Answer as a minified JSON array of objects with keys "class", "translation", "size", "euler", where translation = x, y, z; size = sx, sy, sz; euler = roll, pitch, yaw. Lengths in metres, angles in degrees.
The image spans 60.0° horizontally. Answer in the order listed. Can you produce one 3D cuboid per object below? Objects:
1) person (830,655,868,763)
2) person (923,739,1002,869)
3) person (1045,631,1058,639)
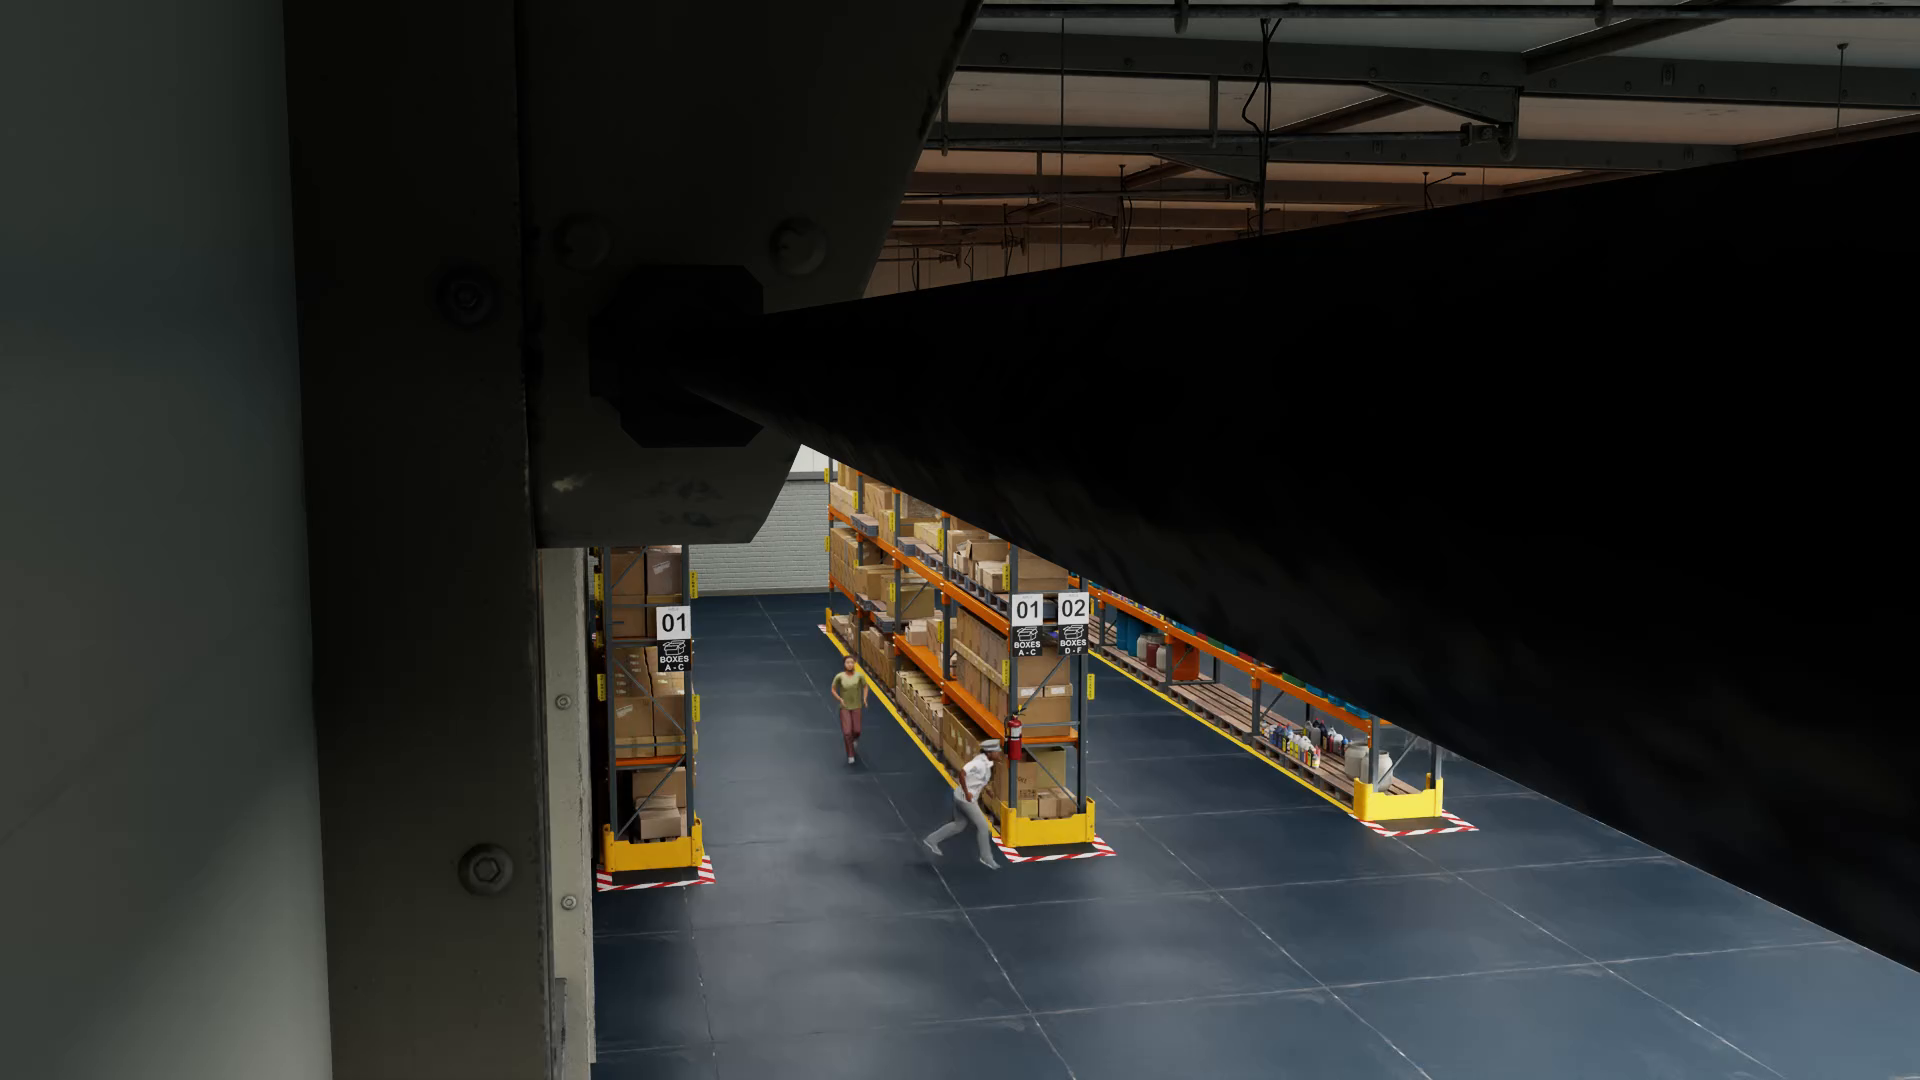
[{"class":"person","translation":[-1.669,2.544,25.223],"size":[0.581,1.630,0.566],"euler":[-1,7,-8]},{"class":"person","translation":[0.021,3.189,20.098],"size":[0.986,1.627,0.612],"euler":[2,7,15]},{"class":"person","translation":[1.575,2.132,28.649],"size":[0.550,1.670,0.676],"euler":[-2,7,-19]}]
